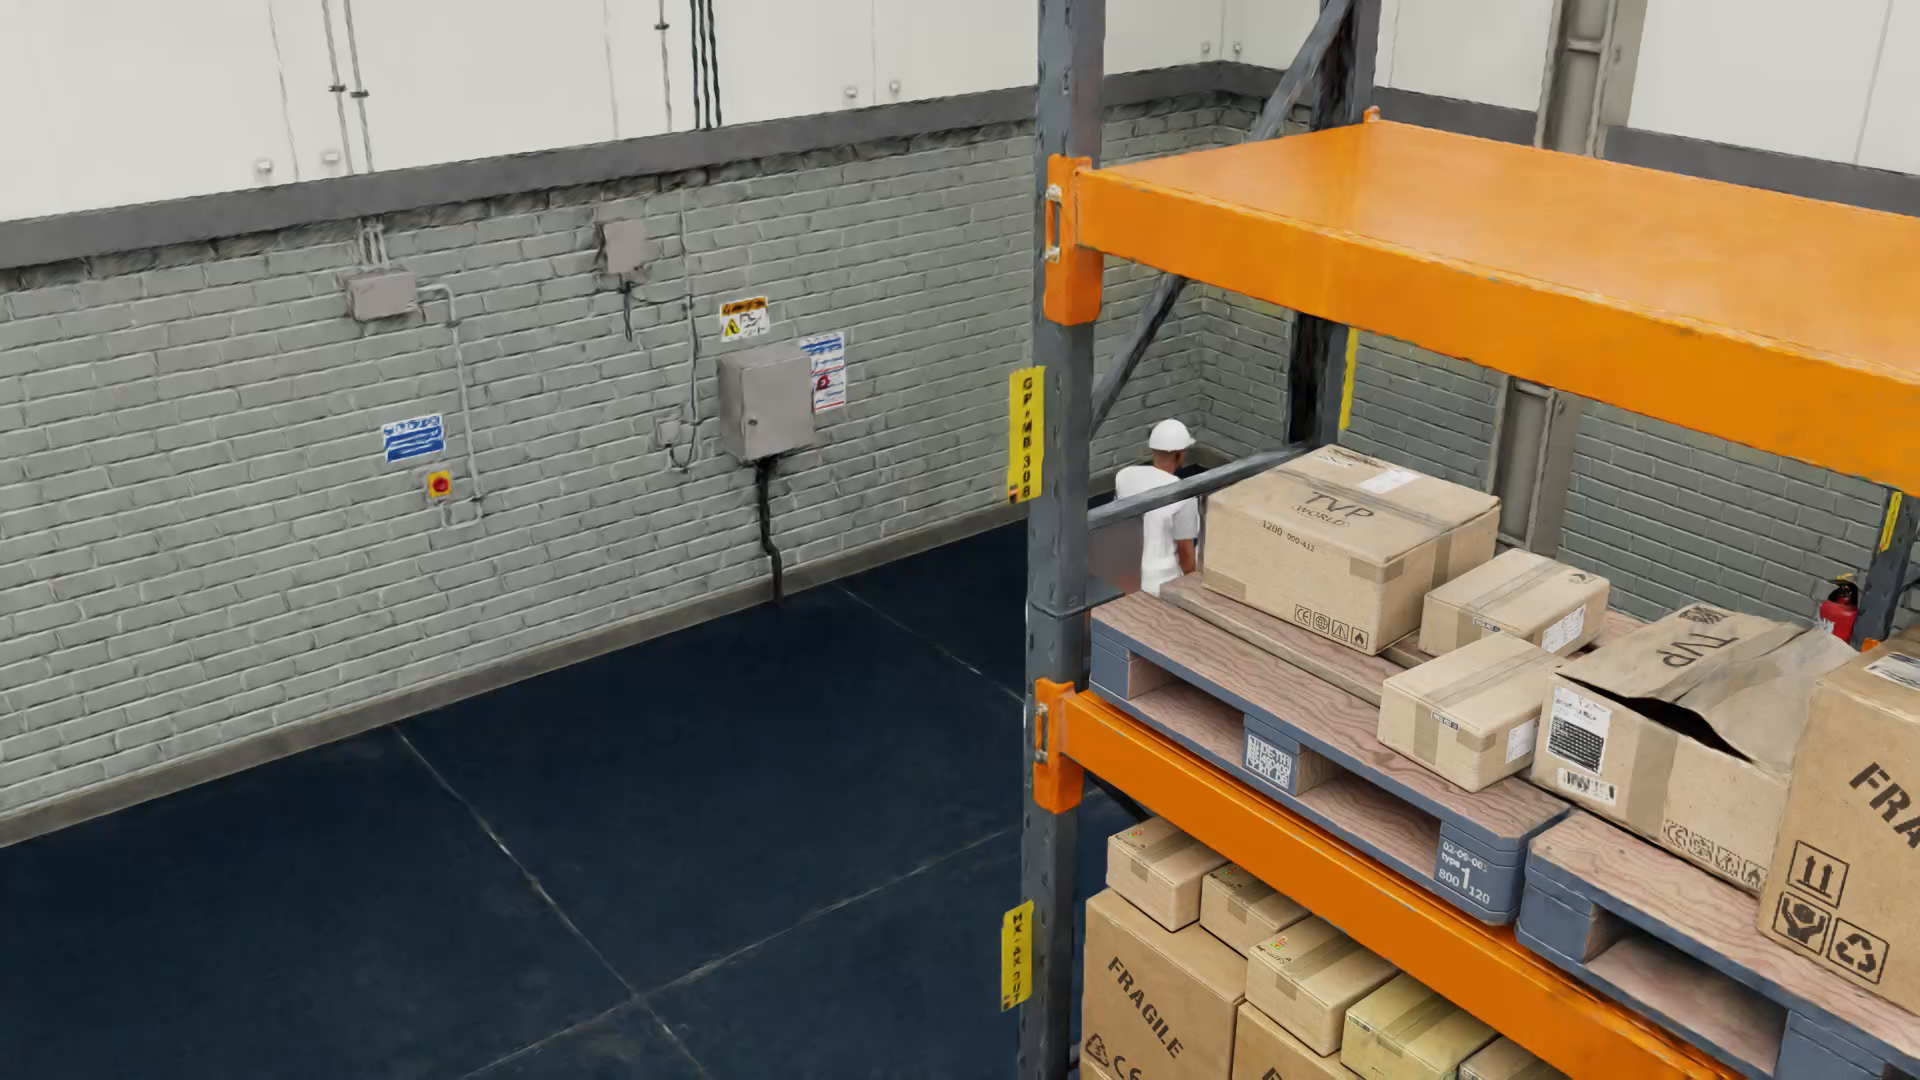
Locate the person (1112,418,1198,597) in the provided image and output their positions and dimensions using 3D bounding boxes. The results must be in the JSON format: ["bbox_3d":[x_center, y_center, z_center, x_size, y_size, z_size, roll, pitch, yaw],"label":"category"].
[{"bbox_3d":[1.087,0.195,9.167,0.452,1.772,0.617,-20,31,-36],"label":"person"}]
